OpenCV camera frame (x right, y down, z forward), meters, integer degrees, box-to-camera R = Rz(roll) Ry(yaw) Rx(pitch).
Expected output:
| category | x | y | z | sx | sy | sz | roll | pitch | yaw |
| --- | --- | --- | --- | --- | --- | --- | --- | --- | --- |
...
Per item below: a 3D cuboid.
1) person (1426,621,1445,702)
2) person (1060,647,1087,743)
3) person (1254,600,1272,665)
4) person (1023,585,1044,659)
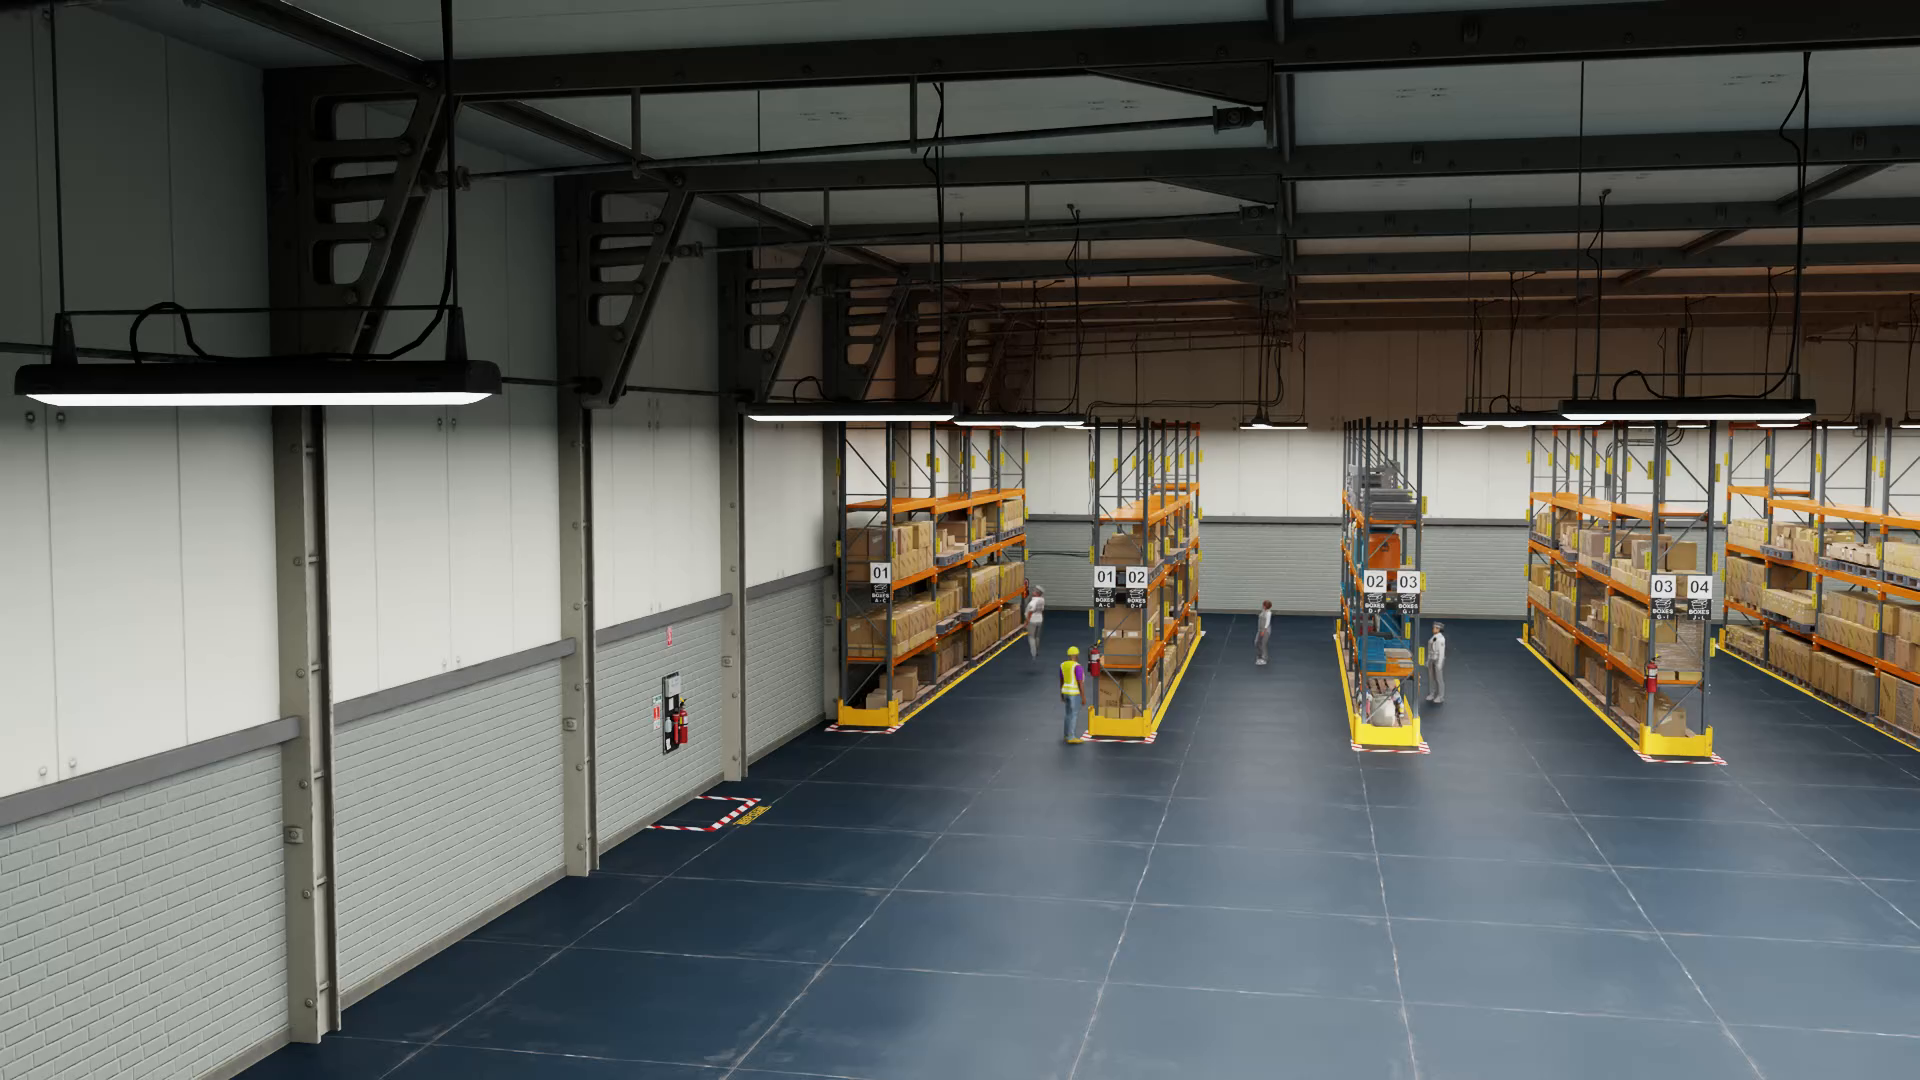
| category | x | y | z | sx | sy | sz | roll | pitch | yaw |
| --- | --- | --- | --- | --- | --- | --- | --- | --- | --- |
| person | 10.133 | 2.579 | 35.390 | 0.379 | 1.695 | 0.517 | -1 | 4 | -21 |
| person | 2.136 | 2.864 | 30.701 | 0.466 | 1.790 | 0.635 | -2 | 4 | -33 |
| person | 7.471 | 2.292 | 41.008 | 0.417 | 1.622 | 0.486 | -2 | 4 | -28 |
| person | 1.733 | 1.960 | 39.905 | 0.609 | 1.769 | 0.667 | -3 | 5 | -40 |
